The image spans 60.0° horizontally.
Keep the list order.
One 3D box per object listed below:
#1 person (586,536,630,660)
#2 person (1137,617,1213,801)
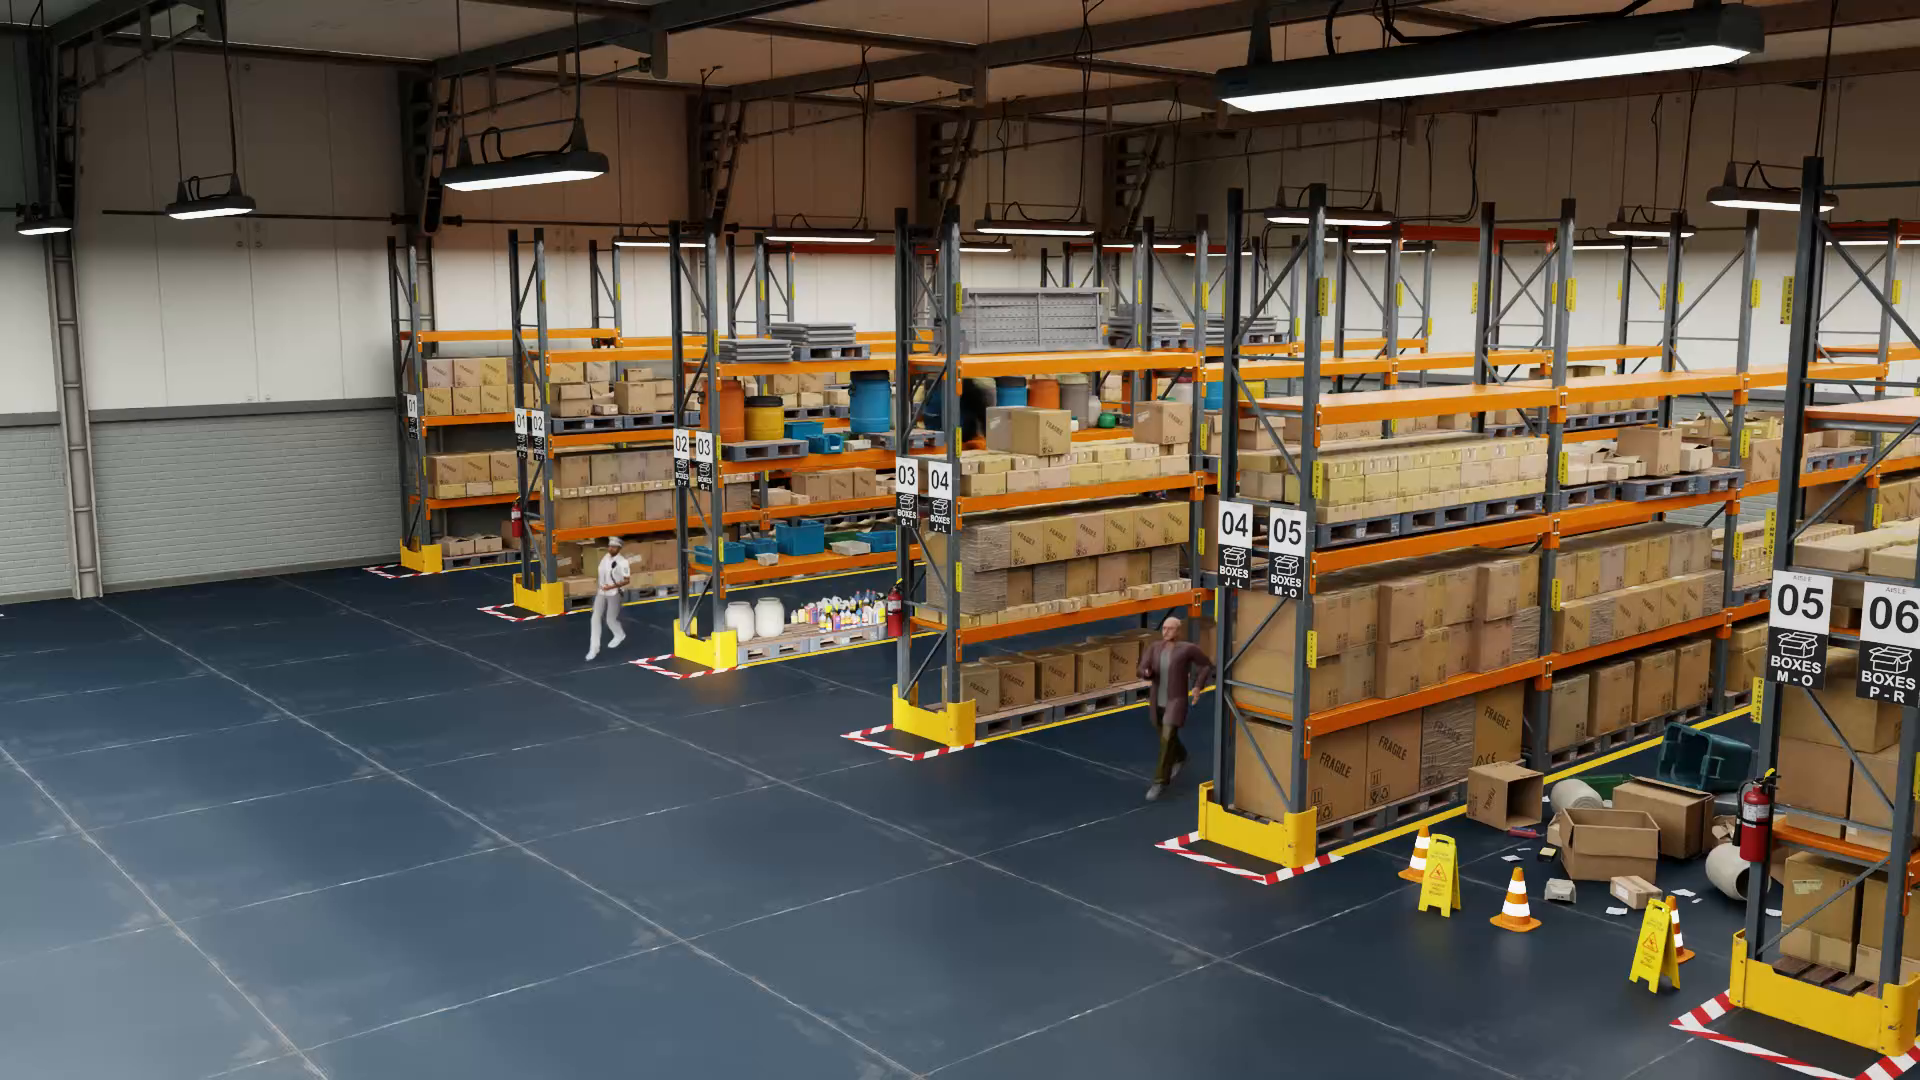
[{"bbox_3d":[-4.872,0.781,23.203,0.610,1.690,0.857,3,9,21],"label":"person"},{"bbox_3d":[2.138,1.668,16.969,0.693,1.793,1.025,7,11,38],"label":"person"}]
